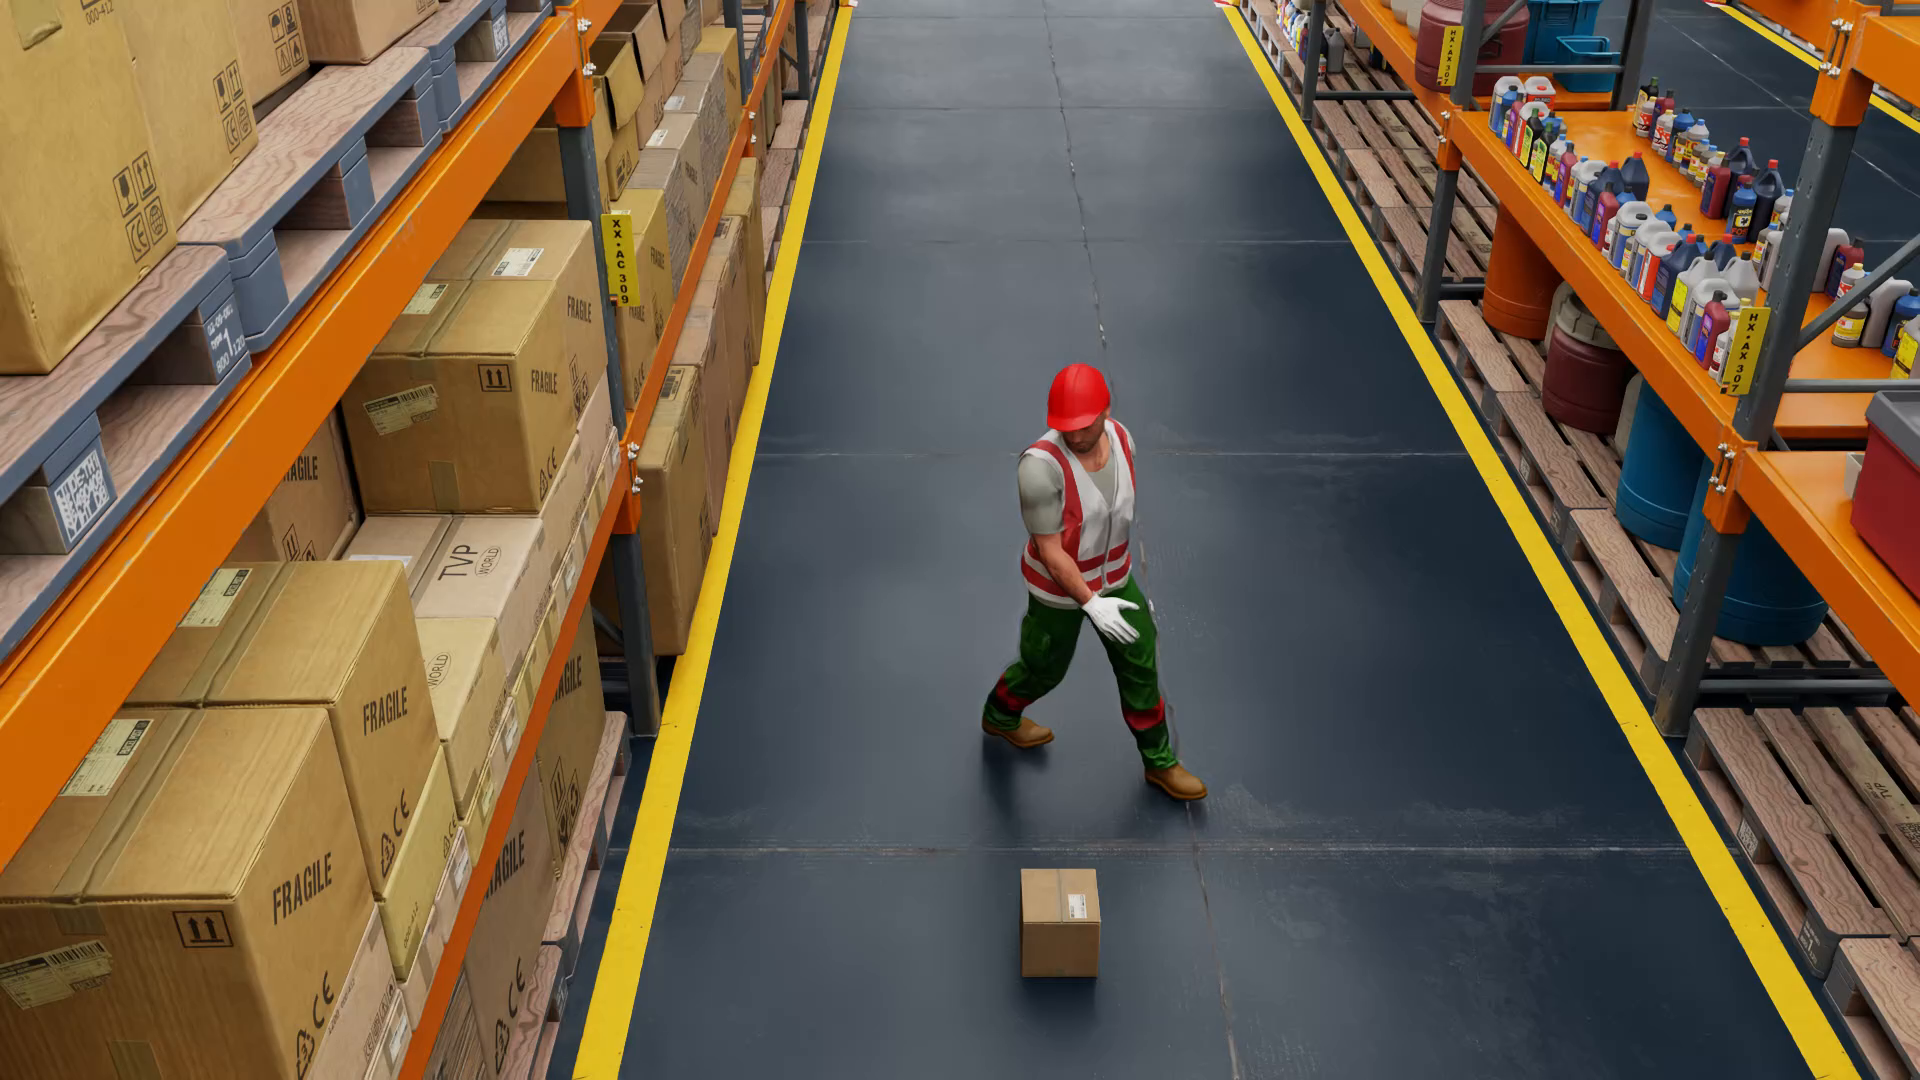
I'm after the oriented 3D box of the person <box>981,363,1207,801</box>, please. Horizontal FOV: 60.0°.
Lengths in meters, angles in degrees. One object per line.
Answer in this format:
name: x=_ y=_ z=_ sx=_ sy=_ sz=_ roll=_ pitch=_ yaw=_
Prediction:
person: x=0.455 y=0.153 z=5.881 sx=0.579 sy=1.745 sz=0.879 roll=-21 pitch=37 yaw=-31
